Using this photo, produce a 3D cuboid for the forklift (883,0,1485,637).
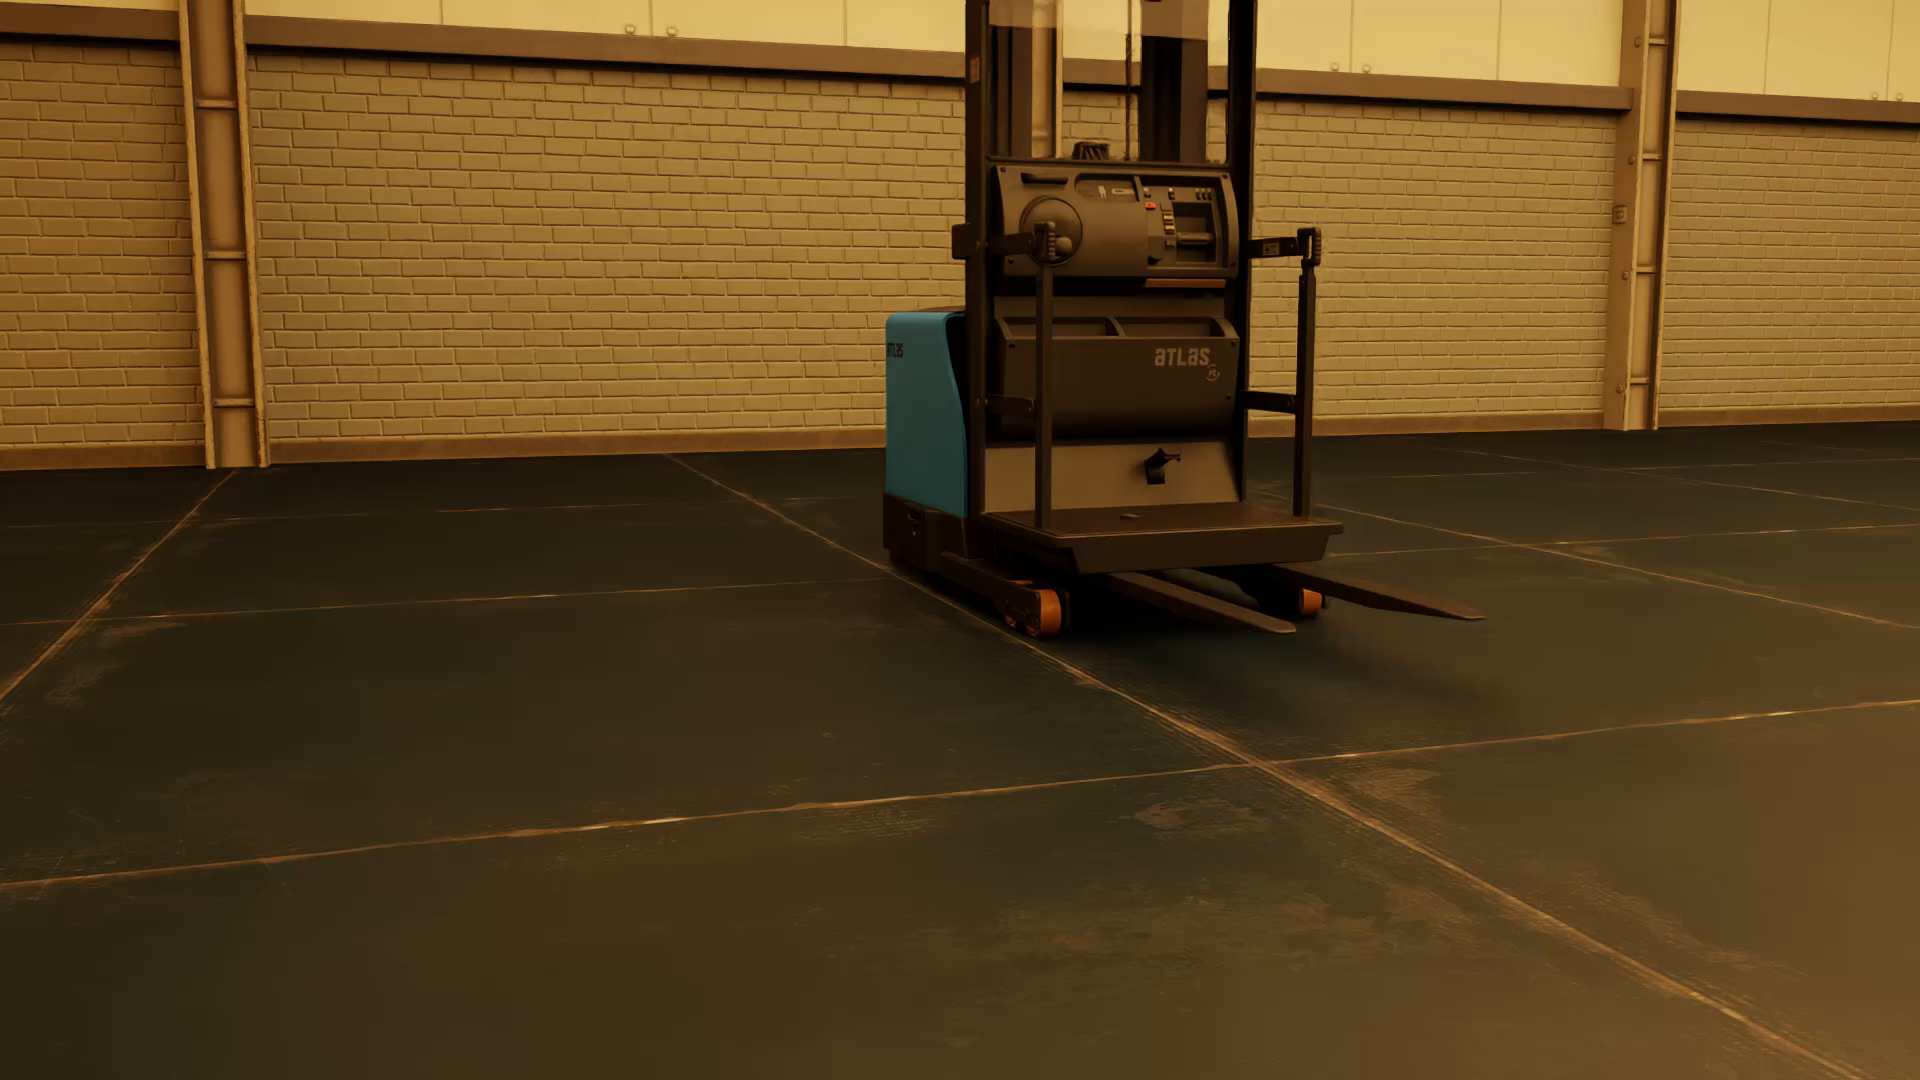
[{"bbox_3d":[0.649,-1.191,5.802,1.130,2.935,3.031,-3,8,-20],"label":"forklift"}]
